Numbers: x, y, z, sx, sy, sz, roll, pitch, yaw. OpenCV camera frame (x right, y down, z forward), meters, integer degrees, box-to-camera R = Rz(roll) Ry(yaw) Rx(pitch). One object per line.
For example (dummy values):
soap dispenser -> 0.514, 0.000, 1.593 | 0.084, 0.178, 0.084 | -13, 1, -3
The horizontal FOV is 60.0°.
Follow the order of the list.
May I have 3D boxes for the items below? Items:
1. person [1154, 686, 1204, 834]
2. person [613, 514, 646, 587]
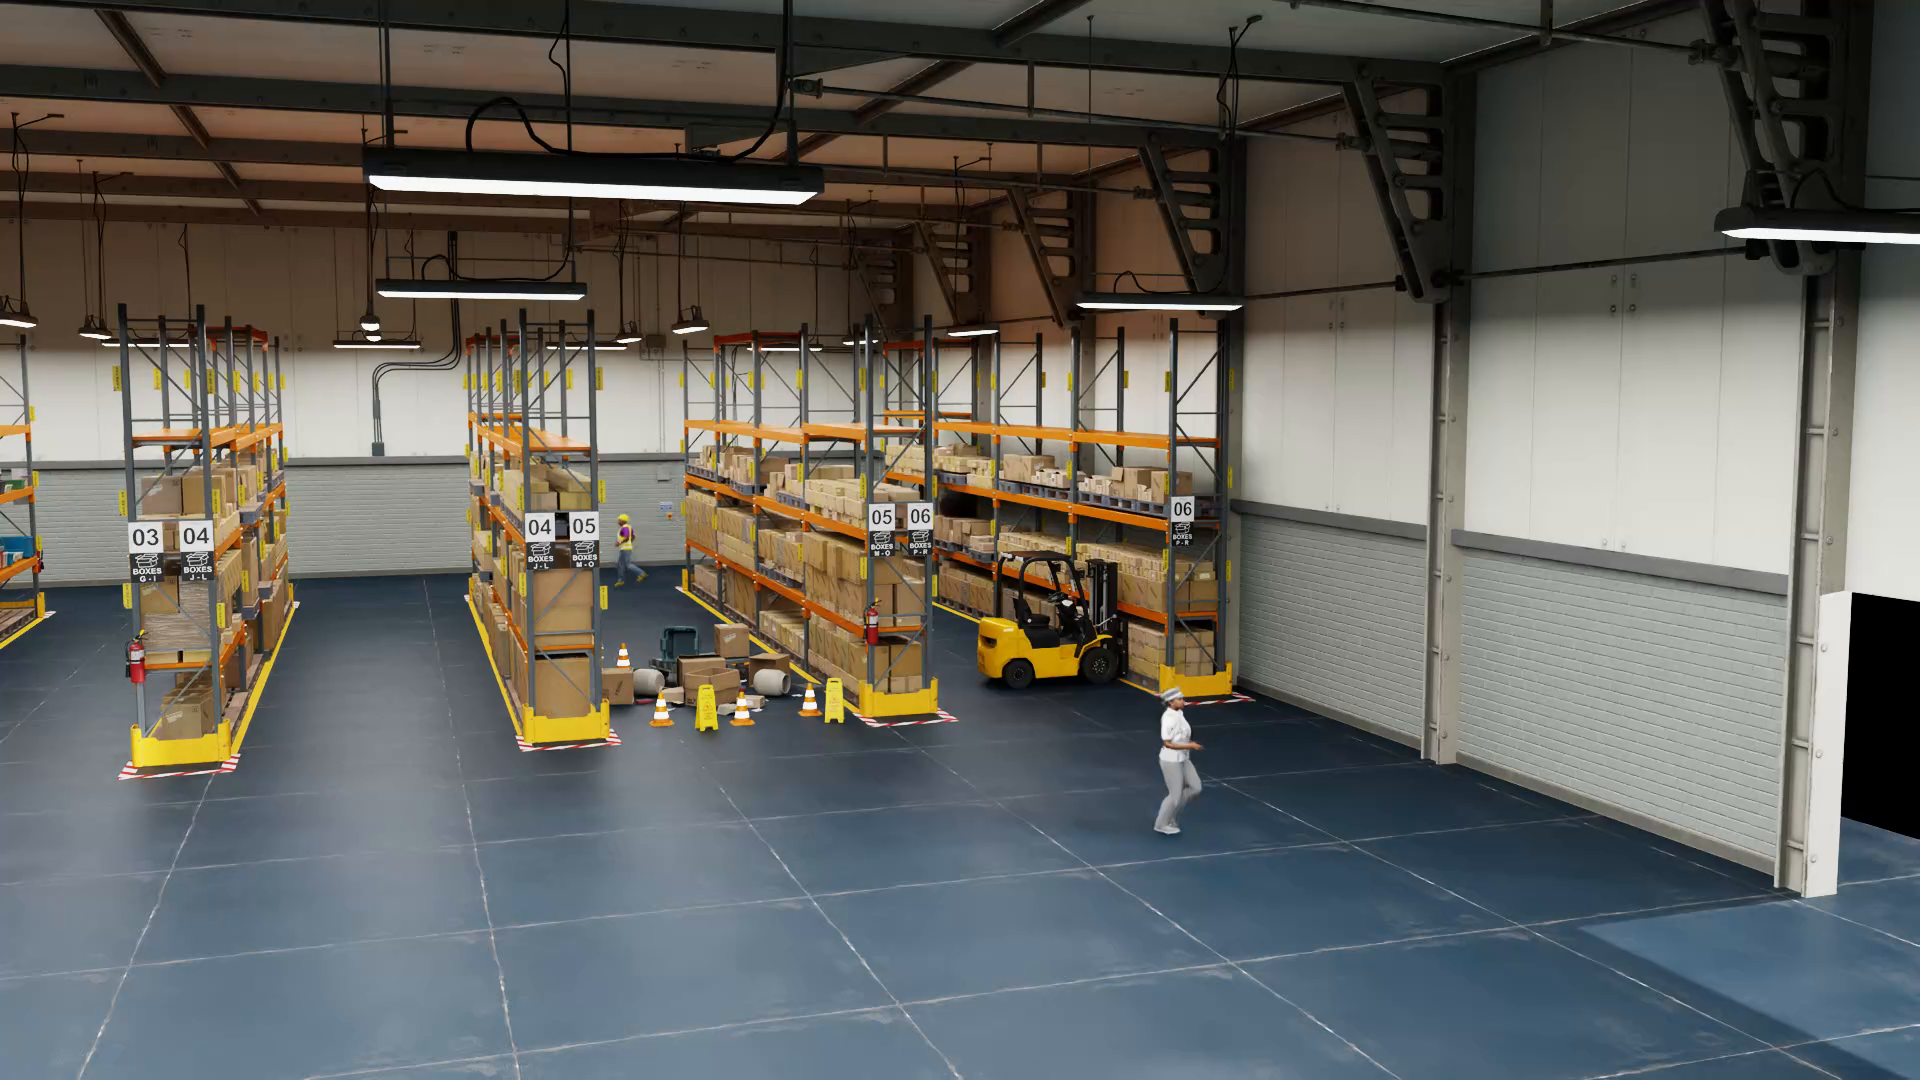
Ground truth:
person -> 2.439, 2.428, 18.345 | 0.580, 1.668, 0.562 | 3, 6, 25
person -> -8.117, 0.265, 40.762 | 0.834, 1.789, 0.692 | -1, 5, -8
